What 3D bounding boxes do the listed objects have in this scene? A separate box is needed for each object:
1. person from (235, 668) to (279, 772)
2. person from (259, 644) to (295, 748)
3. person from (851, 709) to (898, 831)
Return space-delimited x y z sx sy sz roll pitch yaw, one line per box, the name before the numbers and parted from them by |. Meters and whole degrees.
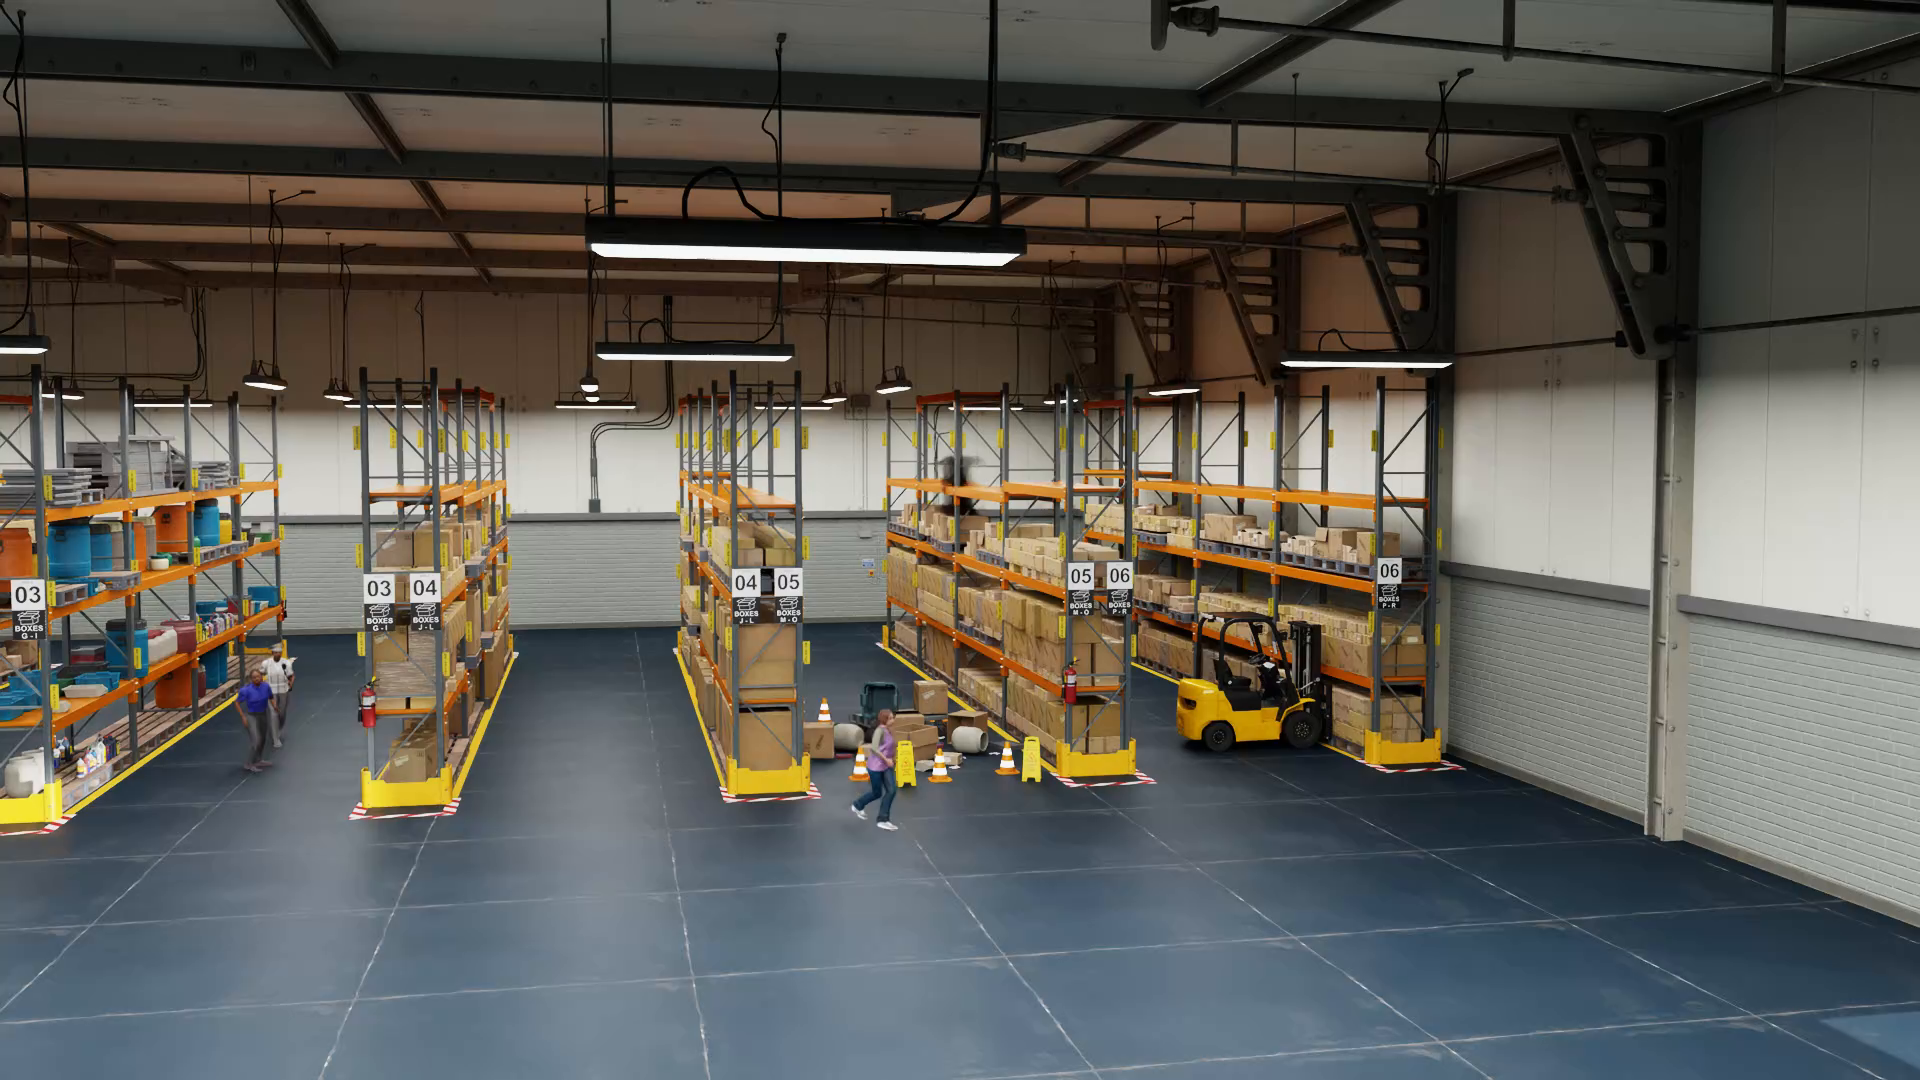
person | -10.665 2.727 25.314 0.776 1.598 0.627 2 4 26
person | -11.299 2.531 27.503 0.551 1.686 0.918 -2 4 -29
person | -1.120 2.943 21.464 0.723 1.567 0.527 2 4 29
